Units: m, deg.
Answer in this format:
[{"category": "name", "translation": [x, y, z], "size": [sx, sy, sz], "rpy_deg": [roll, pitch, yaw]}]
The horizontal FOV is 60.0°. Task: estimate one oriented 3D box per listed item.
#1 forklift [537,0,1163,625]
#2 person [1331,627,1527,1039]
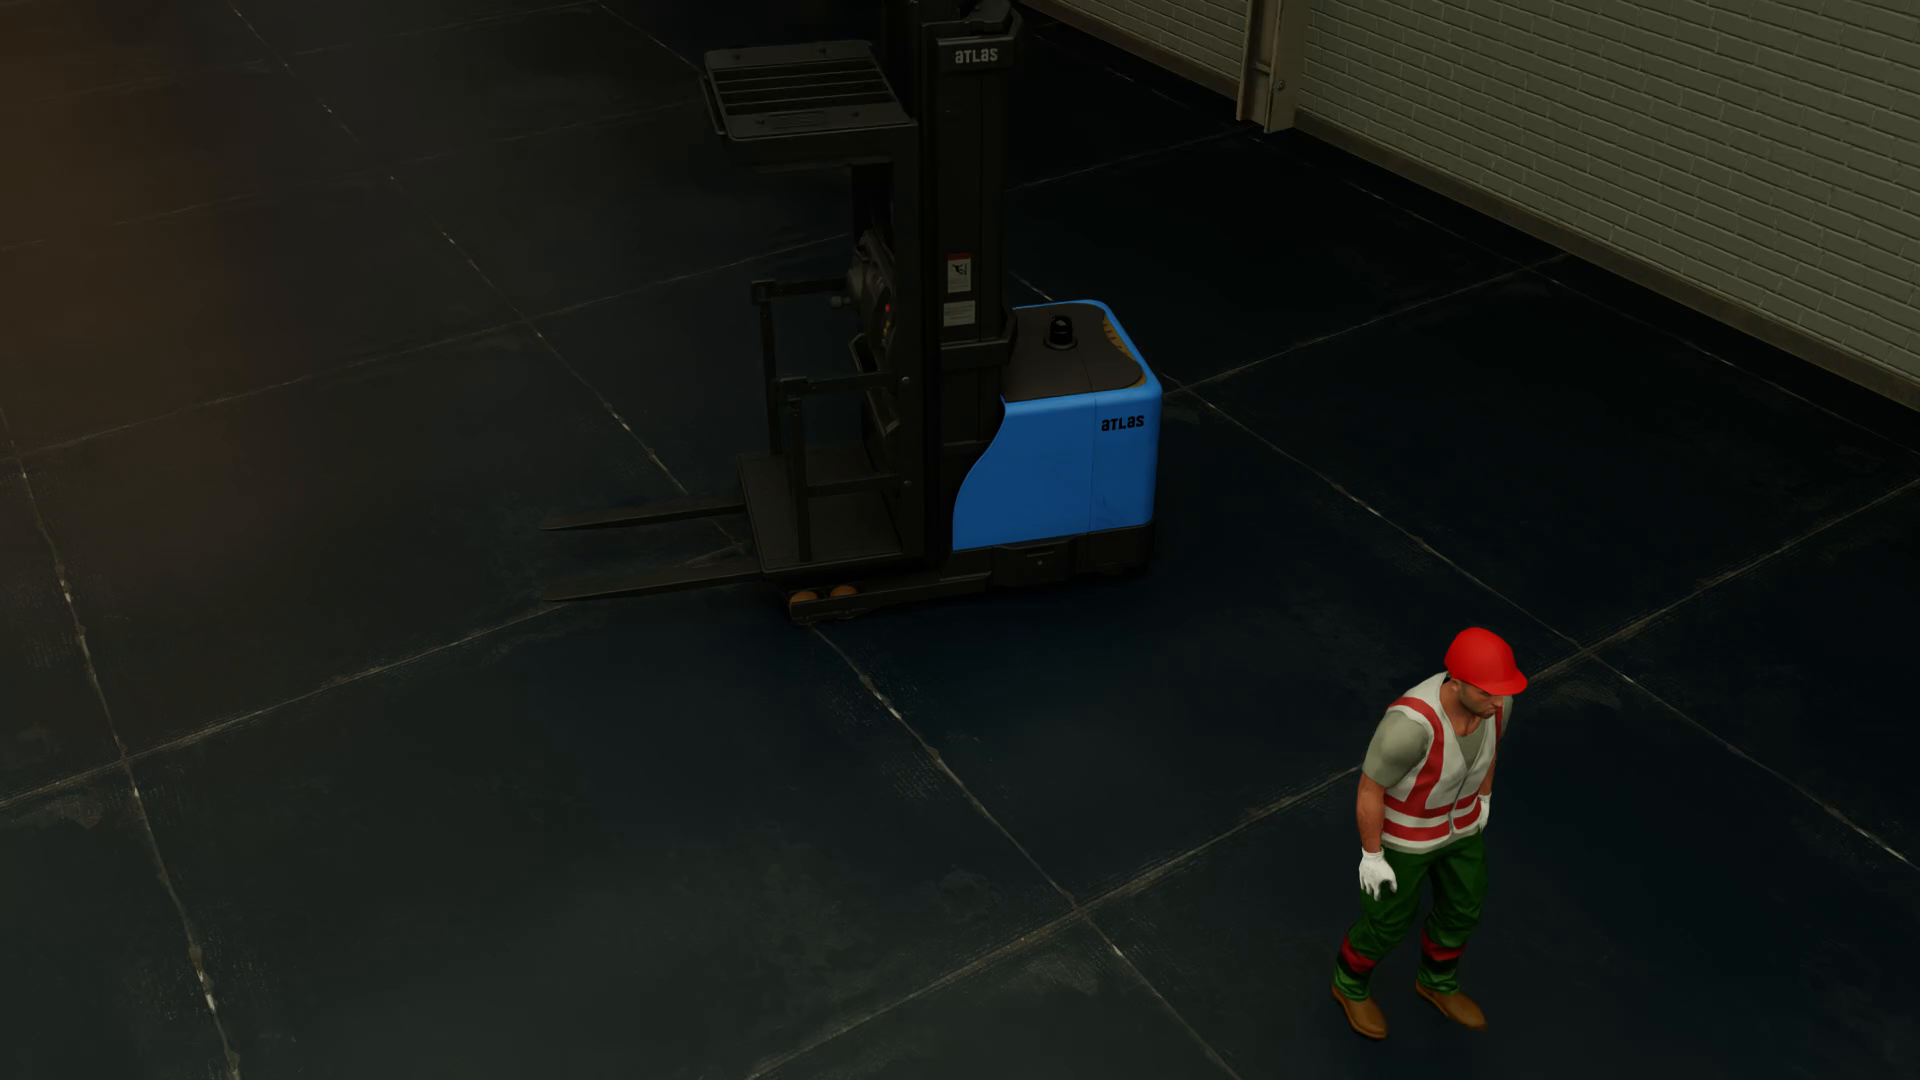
[{"category": "forklift", "translation": [-0.594, -1.118, 7.739], "size": [3.031, 2.935, 1.130], "rpy_deg": [-8, 36, -11]}, {"category": "person", "translation": [1.622, 1.027, 5.708], "size": [0.615, 1.792, 0.468], "rpy_deg": [-16, 38, -21]}]
